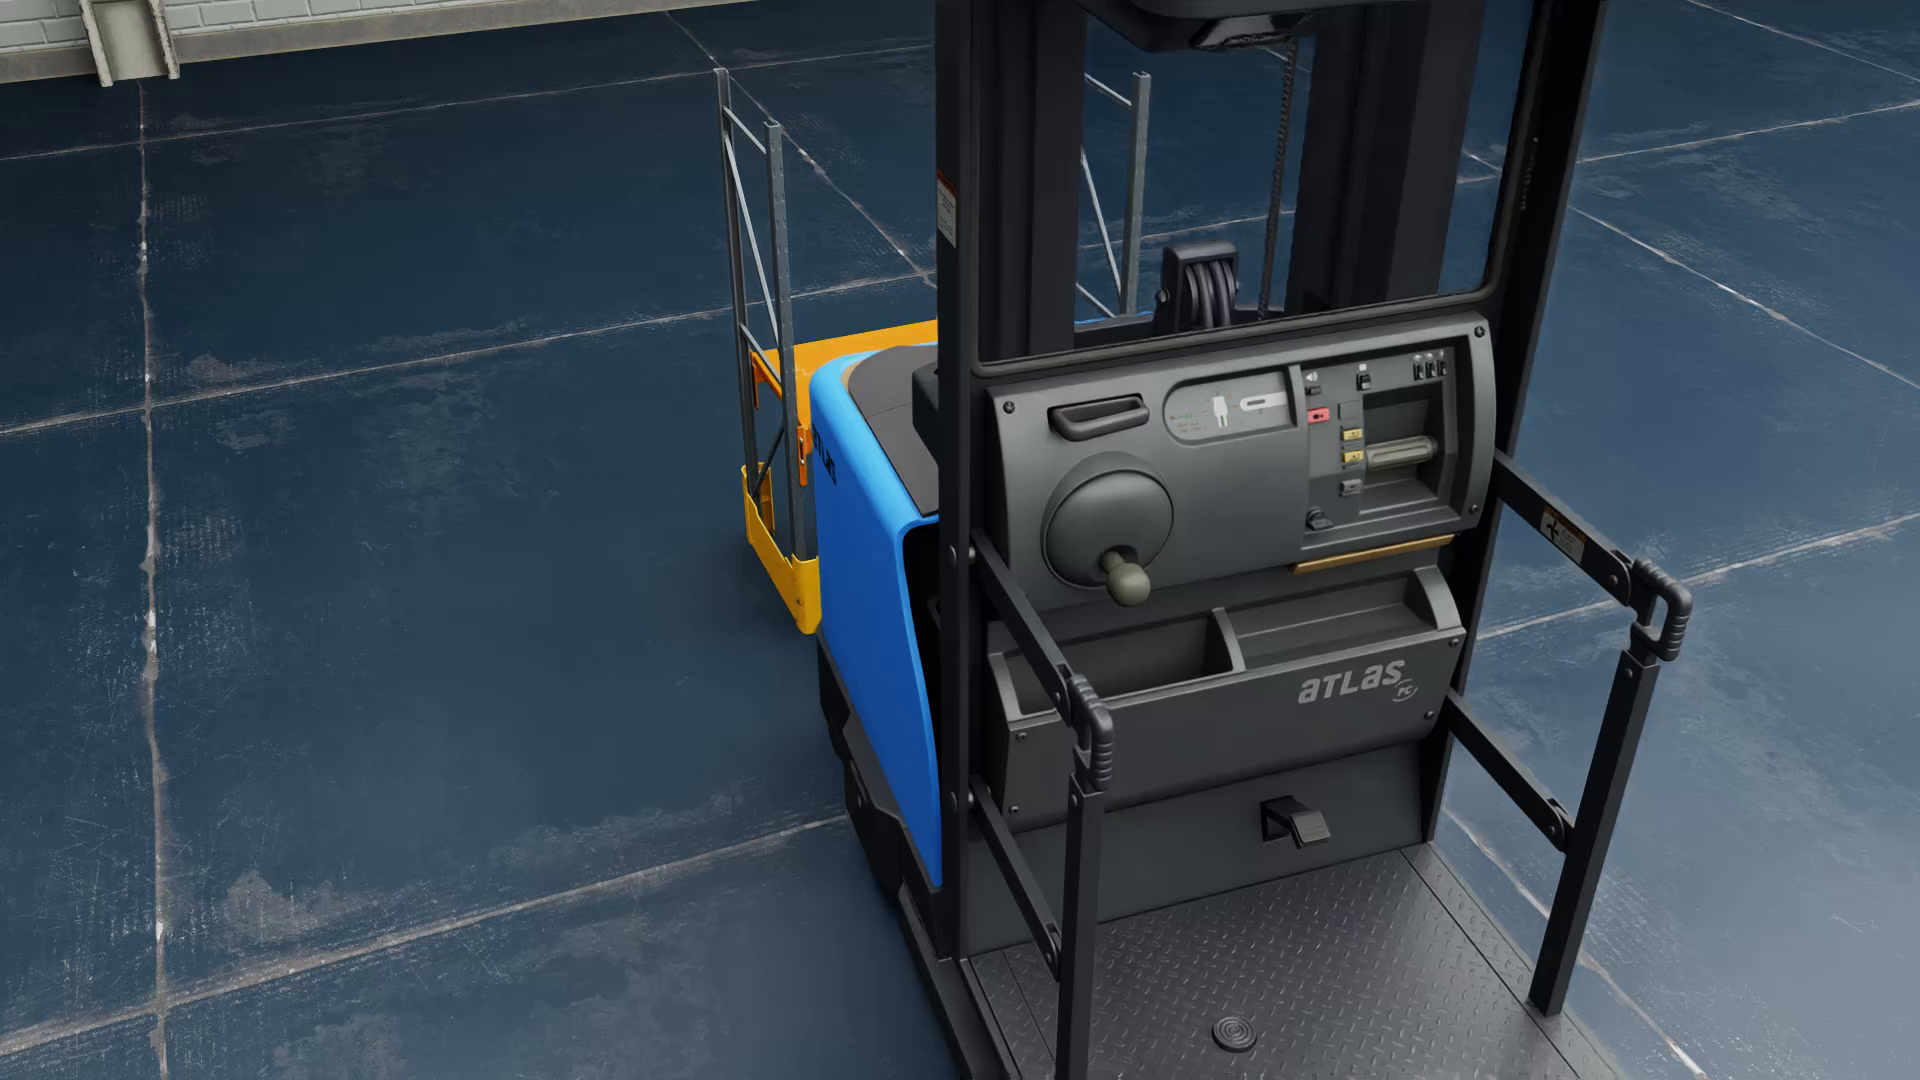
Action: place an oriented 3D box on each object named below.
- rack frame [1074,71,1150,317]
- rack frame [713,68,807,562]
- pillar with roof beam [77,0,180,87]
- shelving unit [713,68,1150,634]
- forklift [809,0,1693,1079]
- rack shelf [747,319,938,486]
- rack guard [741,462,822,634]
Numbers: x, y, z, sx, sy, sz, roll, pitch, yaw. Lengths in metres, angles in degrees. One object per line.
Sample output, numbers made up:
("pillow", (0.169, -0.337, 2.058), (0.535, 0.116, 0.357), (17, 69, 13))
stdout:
("rack frame", (0.390, -0.718, 4.978), (0.032, 1.500, 0.500), (-13, 35, -19))
("rack frame", (-0.547, -0.503, 4.648), (0.032, 1.500, 0.500), (-13, 35, -19))
("pillar with roof beam", (-2.875, -4.189, 3.437), (0.400, 9.000, 9.100), (-13, 35, -19))
("shelving unit", (-0.070, -0.613, 4.816), (1.083, 1.500, 0.587), (-13, 35, -19))
("forklift", (0.574, -0.081, 2.687), (1.130, 2.935, 3.031), (-10, 34, -15))
("rack shelf", (-0.079, -0.460, 4.911), (1.000, 0.185, 0.538), (-13, 35, -19))
("rack guard", (-0.529, 0.016, 4.995), (0.087, 0.250, 0.587), (-13, 35, -19))
